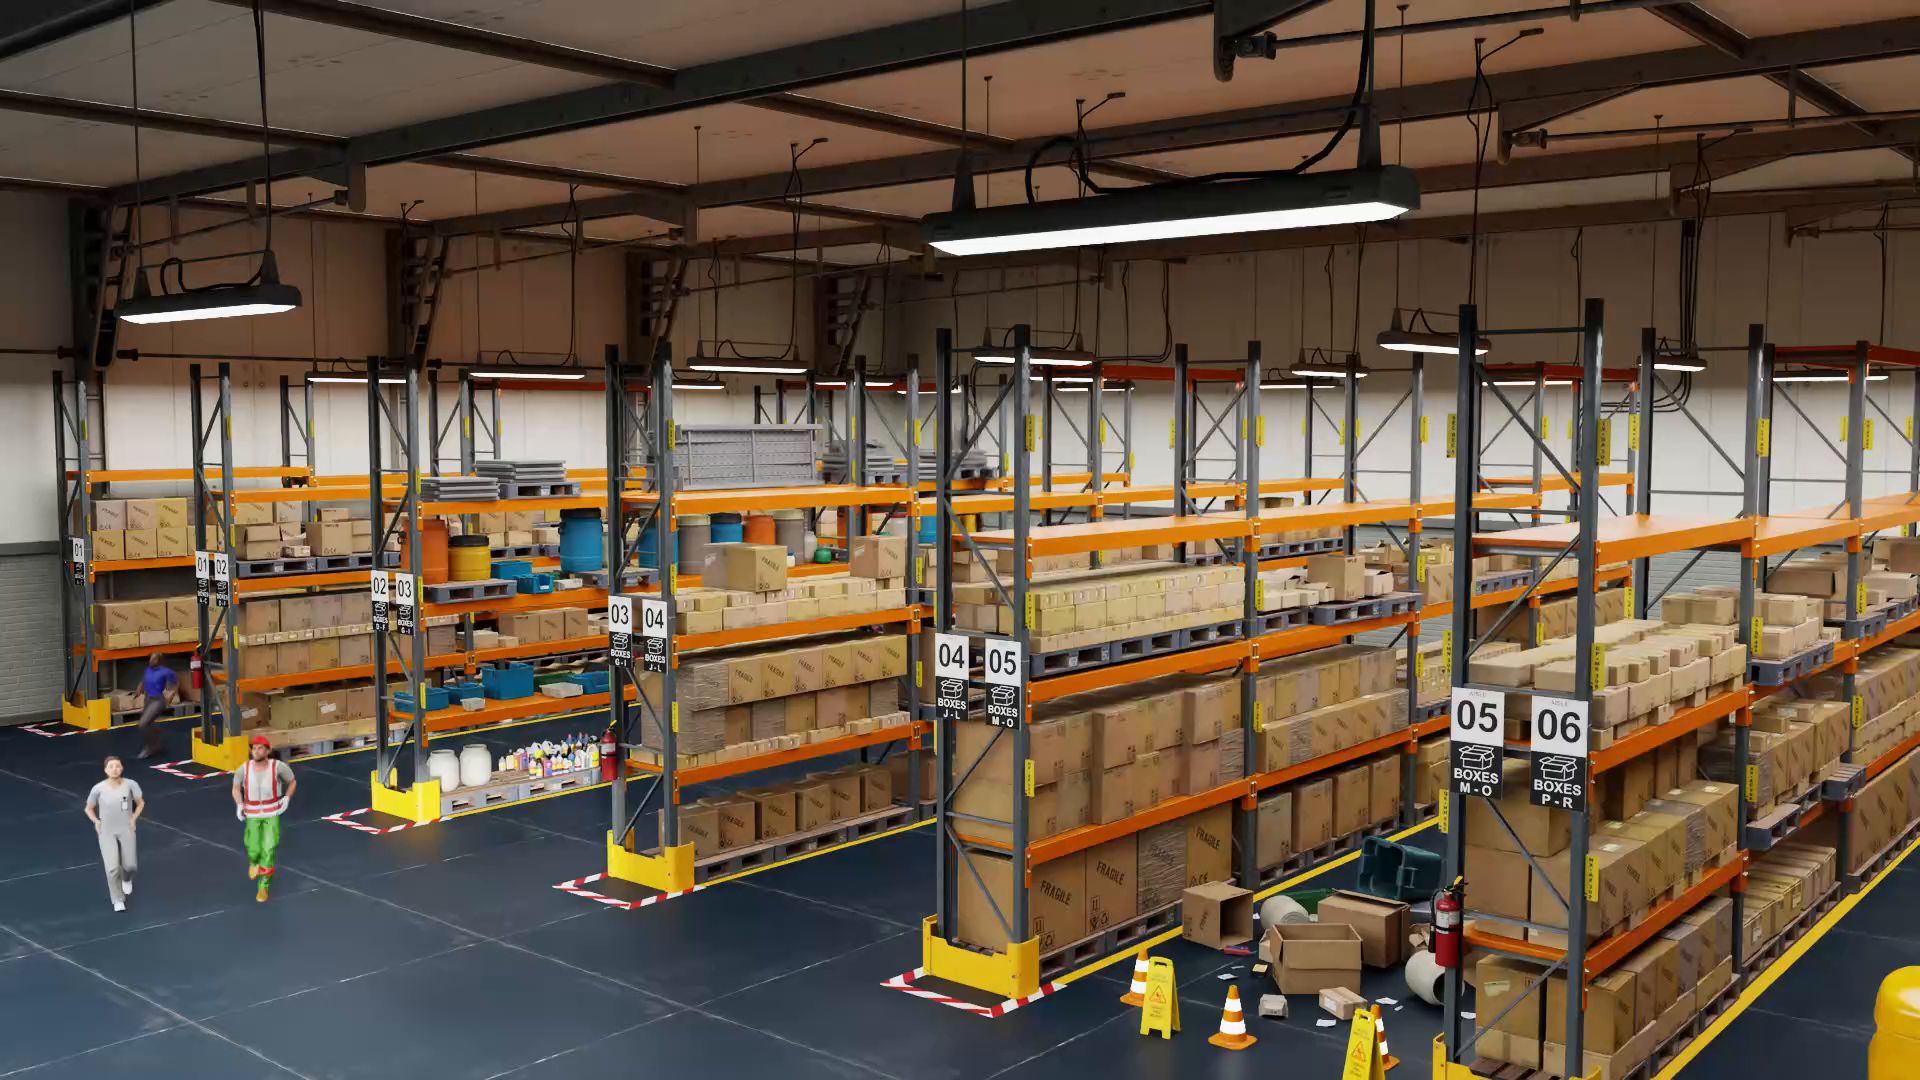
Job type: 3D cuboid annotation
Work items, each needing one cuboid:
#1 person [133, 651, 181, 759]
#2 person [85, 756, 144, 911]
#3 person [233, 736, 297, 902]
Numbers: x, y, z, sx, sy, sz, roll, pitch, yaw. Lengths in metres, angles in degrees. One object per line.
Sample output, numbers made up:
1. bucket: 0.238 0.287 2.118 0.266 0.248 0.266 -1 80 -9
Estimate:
1. person: -12.337 2.526 25.500 0.658 1.662 0.668 2 5 24
2. person: -8.936 3.081 17.599 0.561 1.617 0.594 -2 5 -29
3. person: -7.569 2.991 18.121 0.657 1.765 0.700 -1 4 -15
